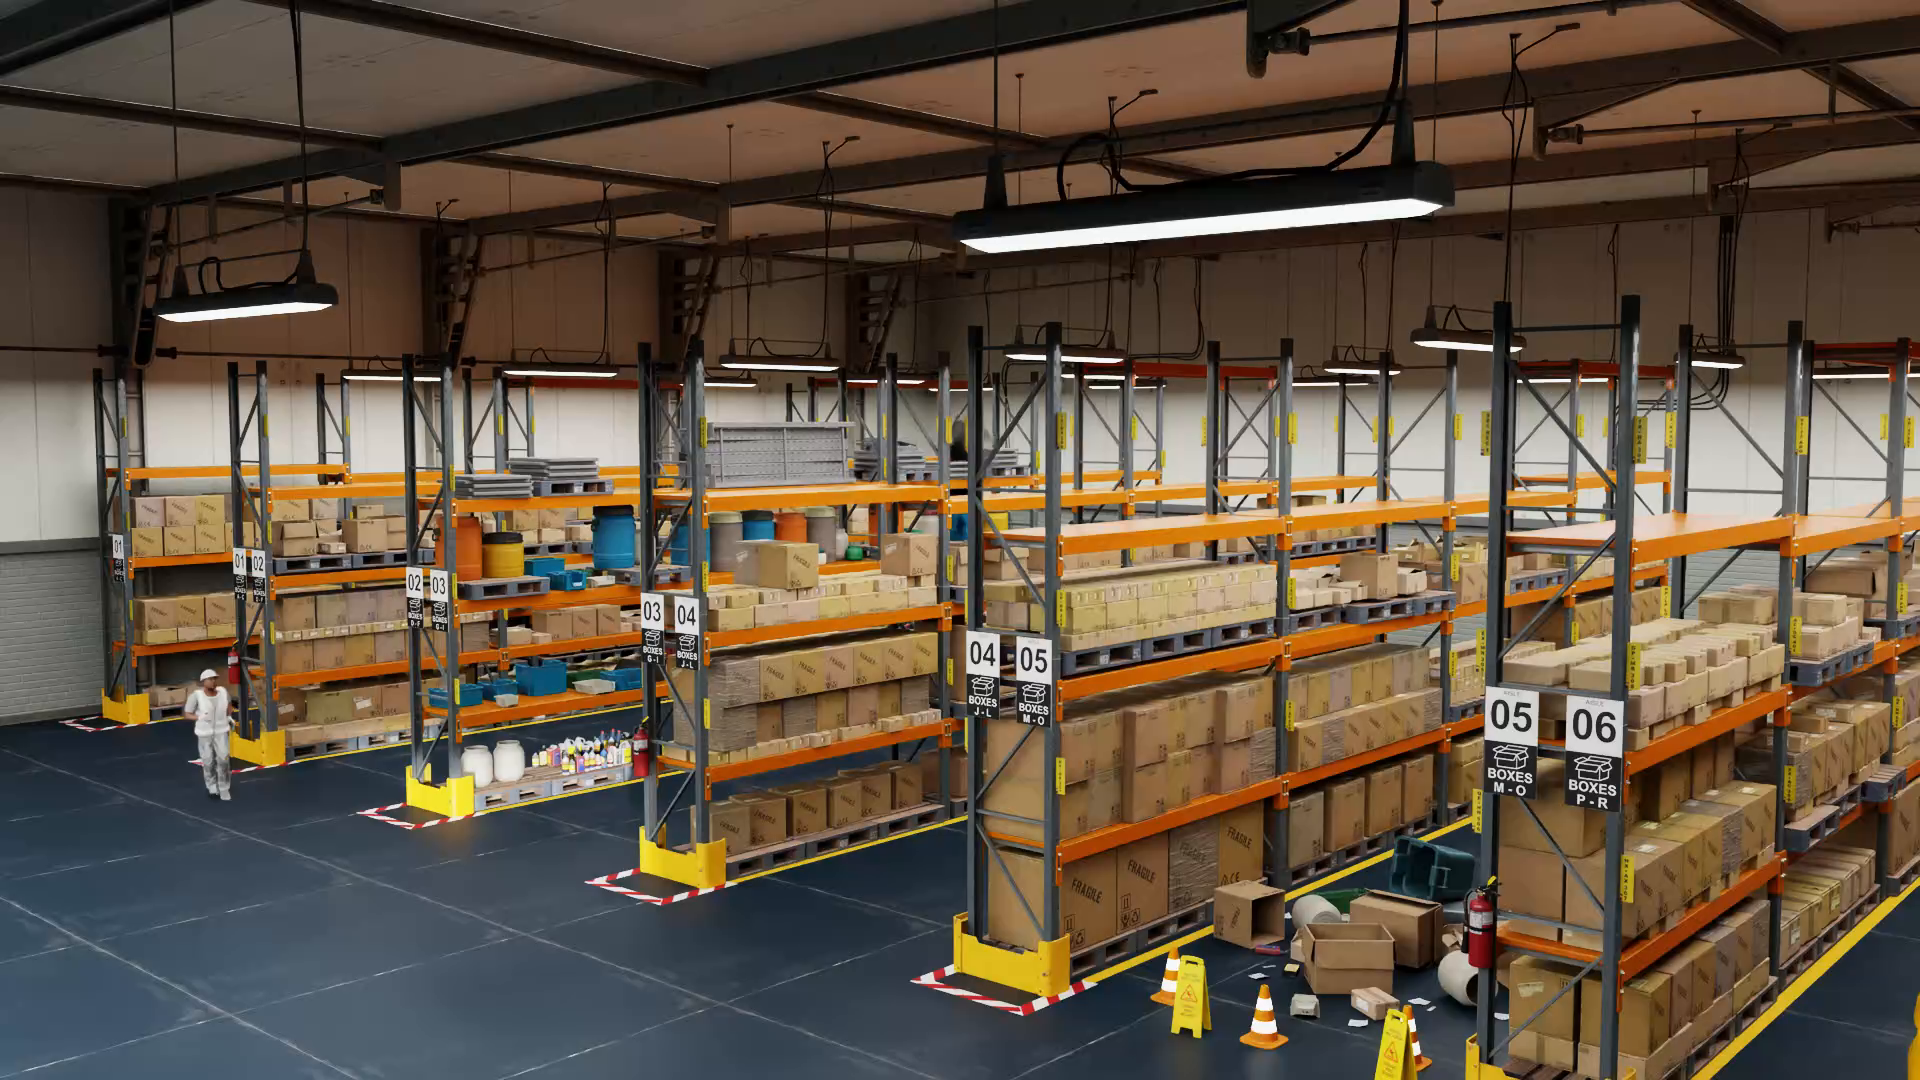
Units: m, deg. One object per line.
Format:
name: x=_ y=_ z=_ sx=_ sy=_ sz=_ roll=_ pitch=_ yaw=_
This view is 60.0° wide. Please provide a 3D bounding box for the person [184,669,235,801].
person: x=-10.109 y=2.652 z=22.431 sx=0.649 sy=1.835 sz=0.715 roll=-3 pitch=5 yaw=-33
